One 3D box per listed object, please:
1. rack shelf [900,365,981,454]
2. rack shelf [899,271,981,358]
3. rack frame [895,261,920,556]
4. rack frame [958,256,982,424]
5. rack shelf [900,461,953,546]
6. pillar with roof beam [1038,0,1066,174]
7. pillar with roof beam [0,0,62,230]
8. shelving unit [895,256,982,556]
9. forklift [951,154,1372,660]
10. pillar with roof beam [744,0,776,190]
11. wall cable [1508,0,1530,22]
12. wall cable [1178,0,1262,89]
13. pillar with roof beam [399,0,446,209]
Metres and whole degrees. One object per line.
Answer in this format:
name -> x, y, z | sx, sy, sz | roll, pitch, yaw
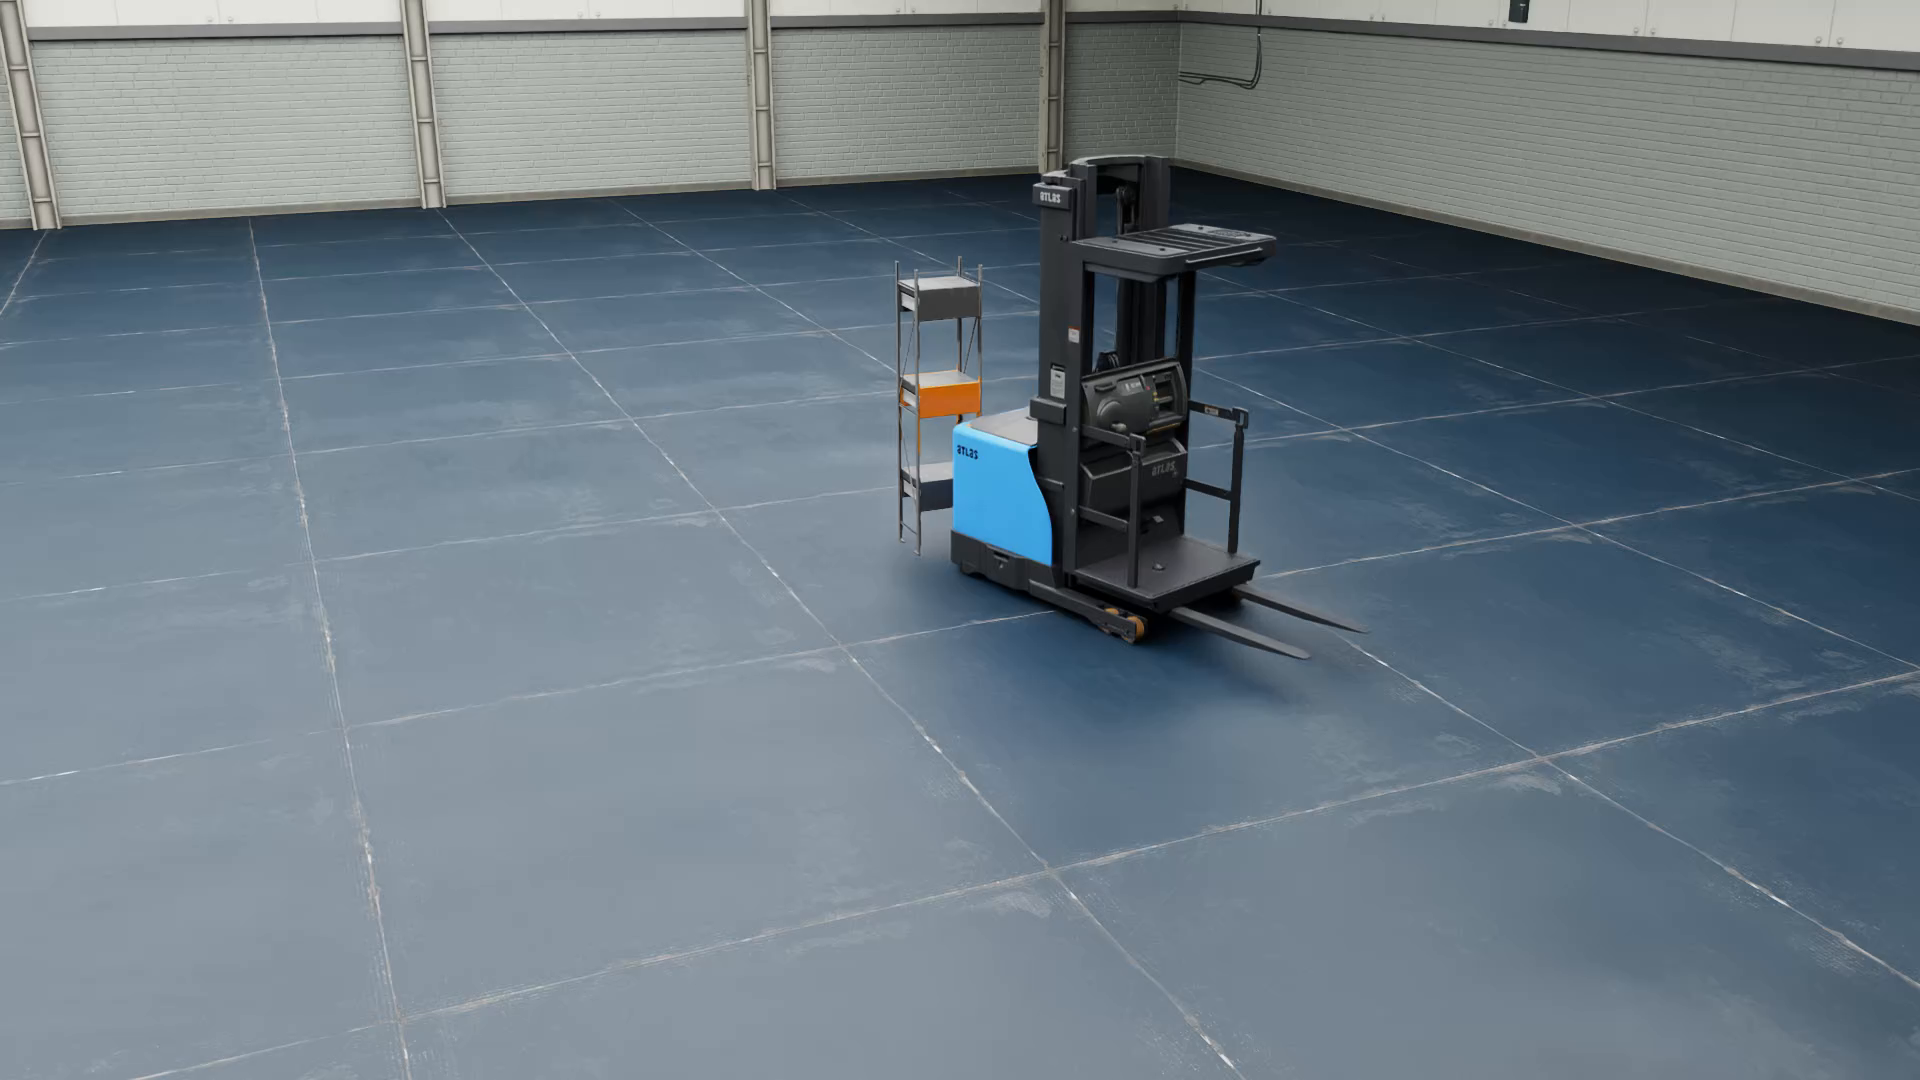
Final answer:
rack shelf -> -0.152, -0.956, 12.116 | 0.480, 0.518, 0.431 | -8, 21, -22
rack shelf -> -0.152, -1.616, 11.884 | 0.480, 0.518, 0.431 | -8, 21, -22
rack frame -> -0.376, -0.937, 12.020 | 0.015, 2.100, 0.400 | -8, 21, -22
rack frame -> 0.072, -1.001, 12.203 | 0.015, 2.100, 0.400 | -8, 21, -22
rack shelf -> -0.152, -0.295, 12.348 | 0.480, 0.518, 0.431 | -8, 21, -22
pillar with roof beam -> 3.523, -10.335, 28.325 | 0.400, 9.000, 9.100 | -8, 21, -22
pillar with roof beam -> -13.004, -7.967, 21.599 | 0.400, 9.000, 9.100 | -8, 21, -22
shelving unit -> -0.152, -0.969, 12.111 | 0.503, 2.100, 0.431 | -8, 21, -22
forklift -> 1.289, -0.916, 10.711 | 1.130, 2.935, 3.031 | -16, 25, -39
pillar with roof beam -> -1.986, -9.546, 26.083 | 0.400, 9.000, 9.100 | -8, 21, -22
wall cable -> 8.793, -10.339, 23.216 | 0.169, 6.003, 2.305 | -8, 21, -22
wall cable -> 5.047, -10.167, 32.524 | 0.112, 2.526, 3.097 | -8, 21, -22
pillar with roof beam -> -7.495, -8.756, 23.841 | 0.400, 9.000, 9.100 | -8, 21, -22
